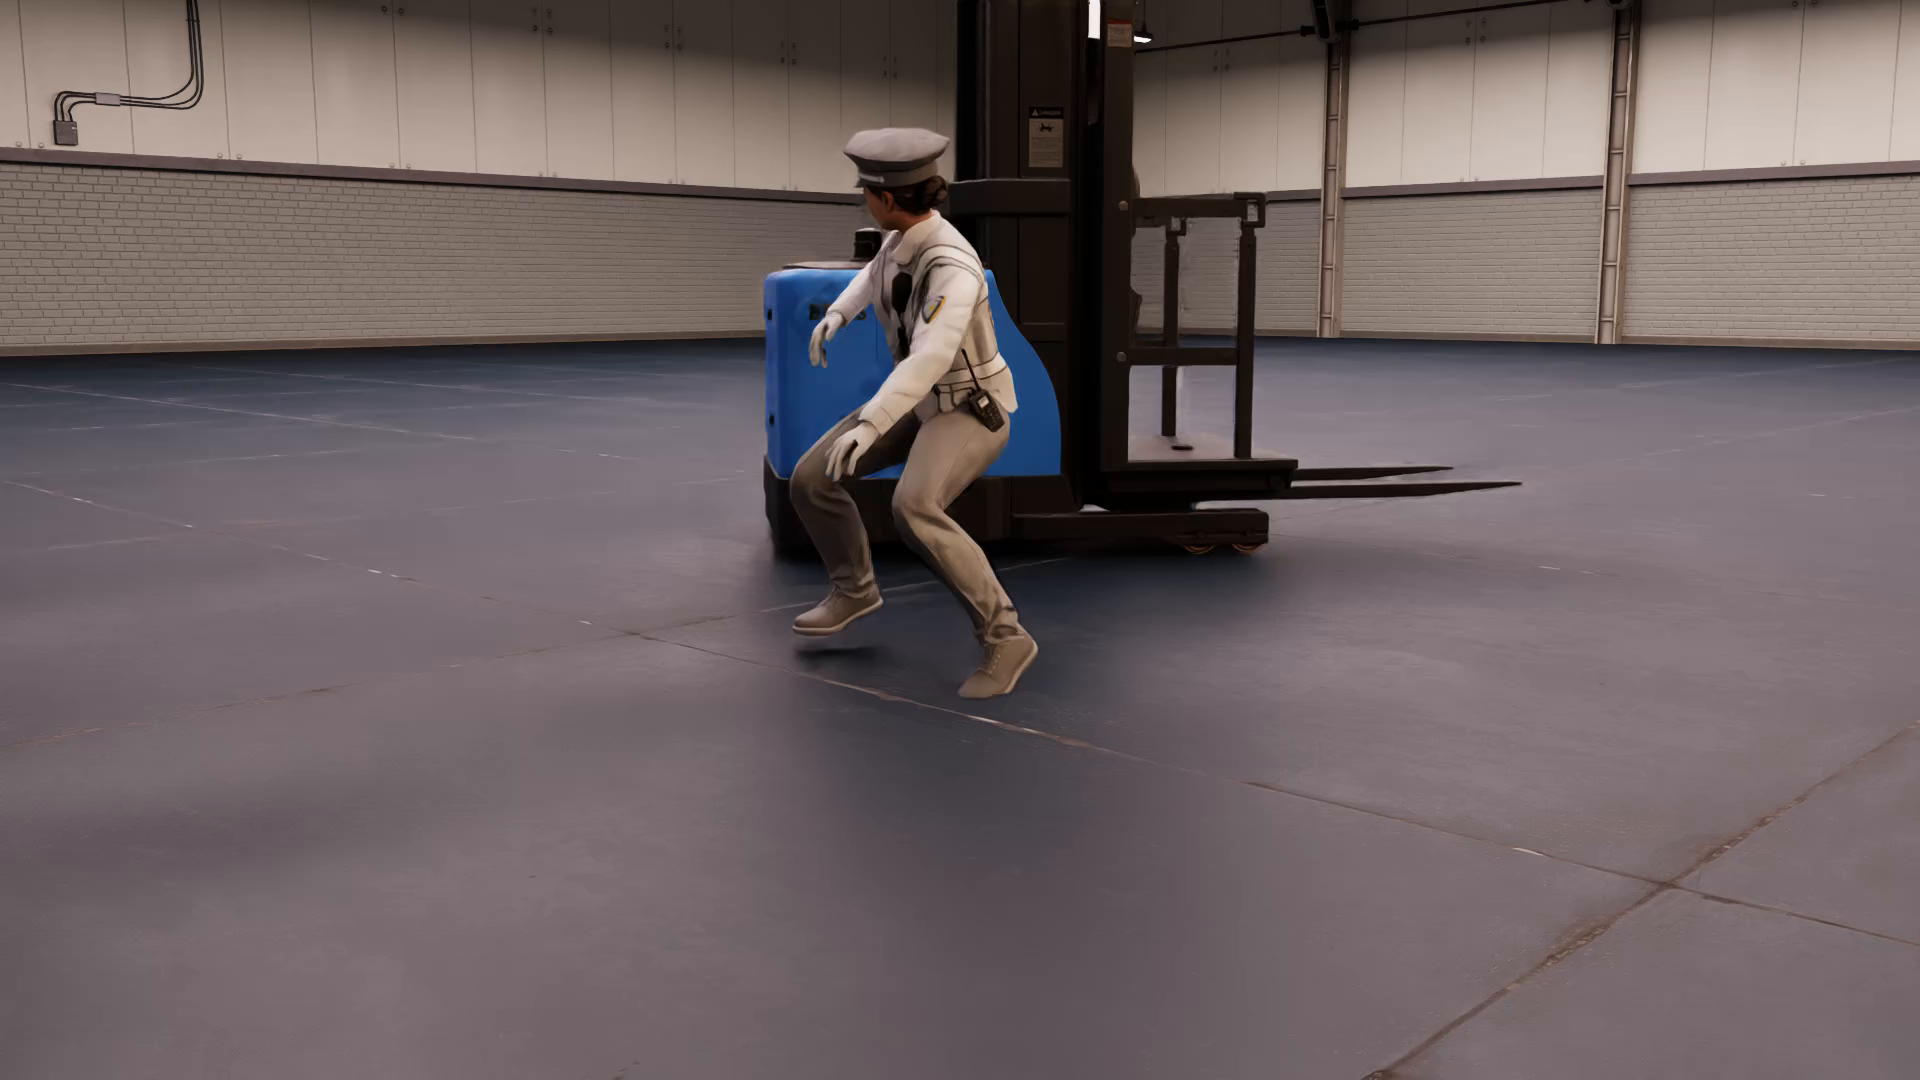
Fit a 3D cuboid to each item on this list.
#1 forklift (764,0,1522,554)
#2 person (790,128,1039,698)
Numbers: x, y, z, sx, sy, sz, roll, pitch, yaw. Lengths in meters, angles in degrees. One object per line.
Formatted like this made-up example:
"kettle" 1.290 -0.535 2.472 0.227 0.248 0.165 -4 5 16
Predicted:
"forklift" 0.741 -1.473 6.654 3.031 2.935 1.130 -1 9 -9
"person" -0.166 -0.335 4.340 0.786 1.450 0.805 -6 11 -36
